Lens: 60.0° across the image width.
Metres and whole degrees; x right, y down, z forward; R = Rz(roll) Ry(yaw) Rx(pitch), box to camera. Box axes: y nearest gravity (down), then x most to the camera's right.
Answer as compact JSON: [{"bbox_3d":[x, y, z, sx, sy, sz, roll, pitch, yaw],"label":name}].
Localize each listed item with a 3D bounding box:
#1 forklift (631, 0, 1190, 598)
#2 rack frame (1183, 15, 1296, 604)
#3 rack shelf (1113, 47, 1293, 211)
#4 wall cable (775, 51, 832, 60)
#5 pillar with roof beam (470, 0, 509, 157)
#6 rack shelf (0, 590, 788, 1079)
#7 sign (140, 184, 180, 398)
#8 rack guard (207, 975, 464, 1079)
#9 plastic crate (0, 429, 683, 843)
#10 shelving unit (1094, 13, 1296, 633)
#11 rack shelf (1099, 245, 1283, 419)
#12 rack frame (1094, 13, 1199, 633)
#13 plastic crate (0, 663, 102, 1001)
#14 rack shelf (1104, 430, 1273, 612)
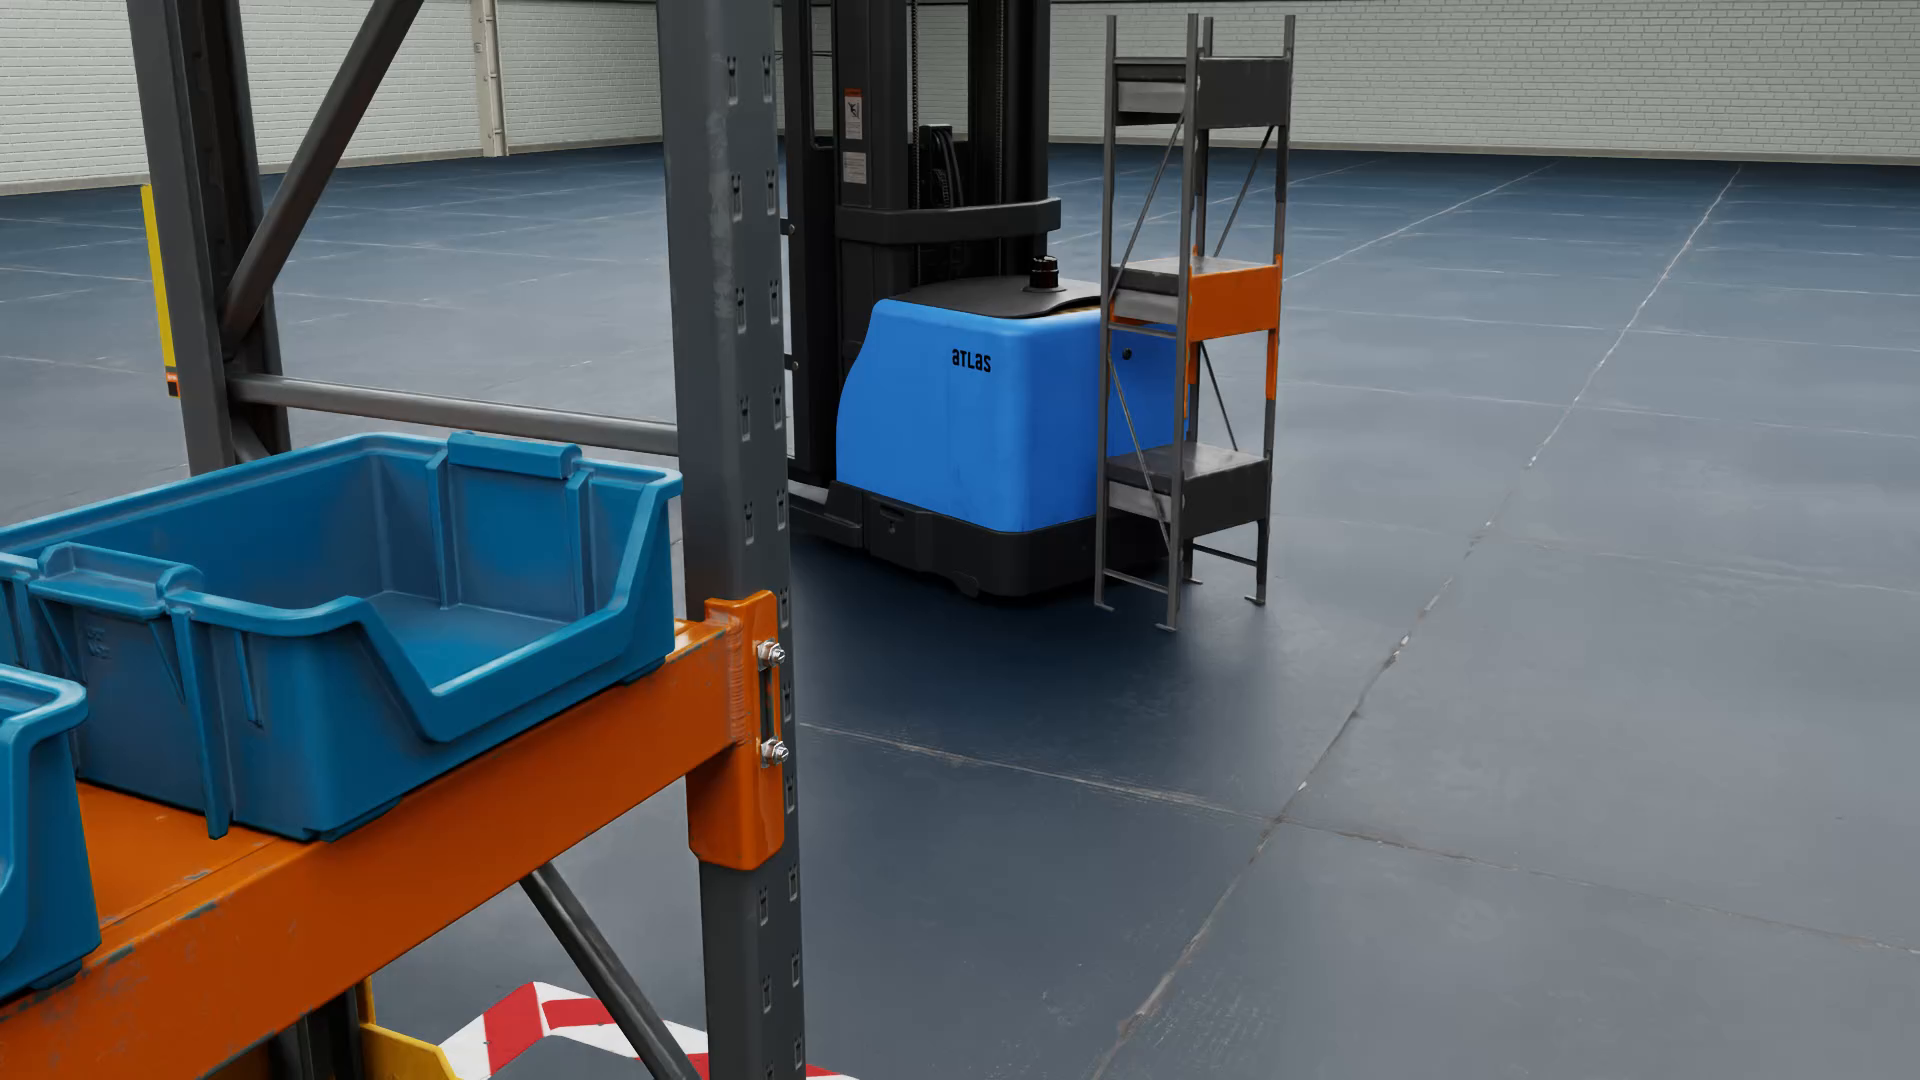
[{"bbox_3d":[-0.409,-1.540,7.062,1.130,2.935,3.031,-14,21,-39],"label":"forklift"},{"bbox_3d":[1.004,-0.811,6.061,0.015,2.100,0.400,-14,21,-38],"label":"rack frame"},{"bbox_3d":[0.816,-1.424,5.715,0.480,0.518,0.431,-14,21,-38],"label":"rack shelf"},{"bbox_3d":[-3.649,-12.240,37.882,3.097,2.526,0.112,8,18,25],"label":"wall cable"},{"bbox_3d":[-4.978,-11.070,28.490,9.100,9.000,0.400,8,18,25],"label":"pillar with roof beam"},{"bbox_3d":[-1.591,0.684,0.715,1.077,0.370,4.000,8,18,25],"label":"rack shelf"},{"bbox_3d":[-1.188,-0.374,2.528,0.100,0.325,0.005,8,18,25],"label":"sign"},{"bbox_3d":[-0.689,1.054,2.598,1.175,0.500,0.348,8,18,25],"label":"rack guard"},{"bbox_3d":[-0.654,0.067,1.792,0.499,0.251,0.616,8,18,25],"label":"plastic crate"},{"bbox_3d":[0.818,-0.765,5.909,0.503,2.100,0.431,-14,21,-38],"label":"shelving unit"},{"bbox_3d":[0.818,-0.752,5.913,0.480,0.518,0.431,-14,21,-38],"label":"rack shelf"},{"bbox_3d":[0.632,-0.720,5.758,0.015,2.100,0.400,-14,21,-38],"label":"rack frame"},{"bbox_3d":[-0.949,0.232,1.237,0.499,0.251,0.408,8,18,25],"label":"plastic crate"},{"bbox_3d":[0.820,-0.081,6.111,0.480,0.518,0.431,-14,21,-38],"label":"rack shelf"}]
